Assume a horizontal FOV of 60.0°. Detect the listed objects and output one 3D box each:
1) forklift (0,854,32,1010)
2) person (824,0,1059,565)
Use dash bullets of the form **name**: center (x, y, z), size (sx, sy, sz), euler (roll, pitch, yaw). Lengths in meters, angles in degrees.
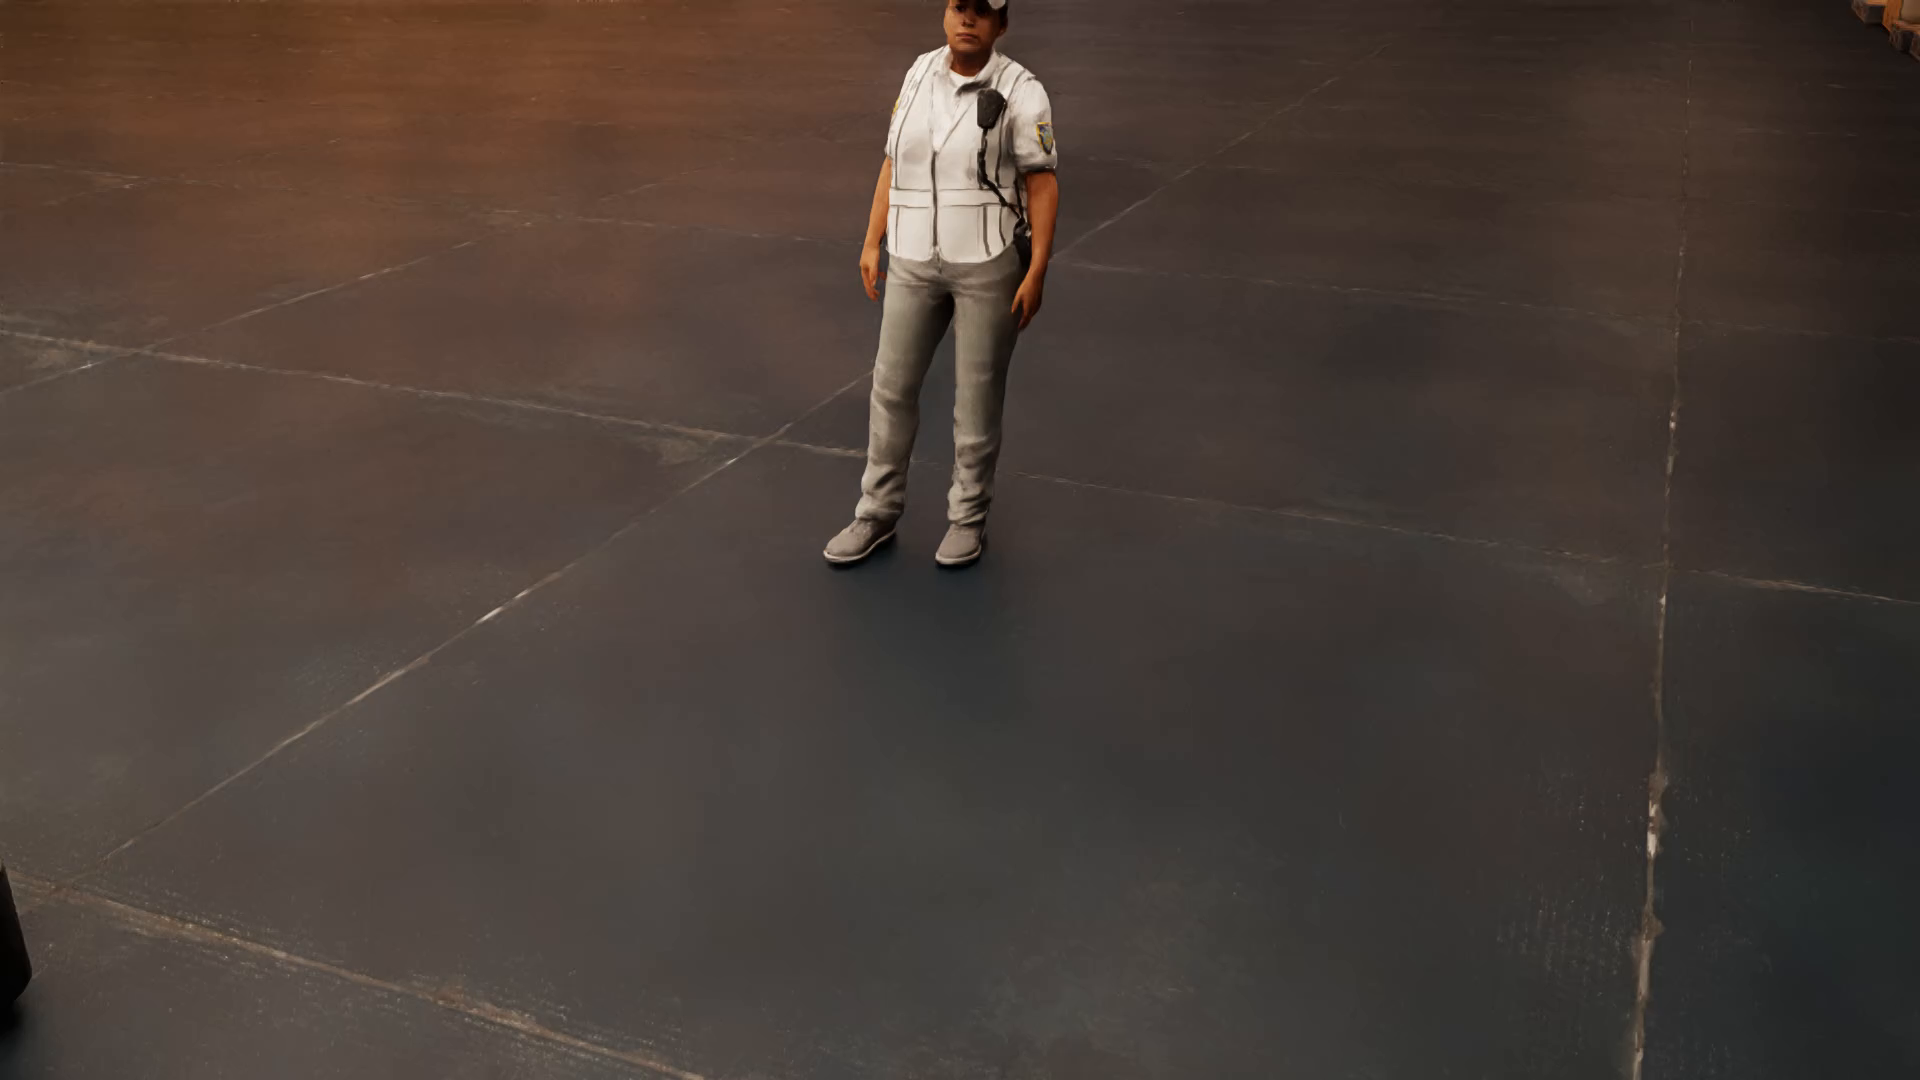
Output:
- **forklift**: center (-3.079, -0.214, 1.804), size (3.031, 2.935, 1.130), euler (-21, 30, -40)
- **person**: center (-0.050, -0.752, 4.712), size (0.598, 1.669, 0.529), euler (9, 24, 21)
